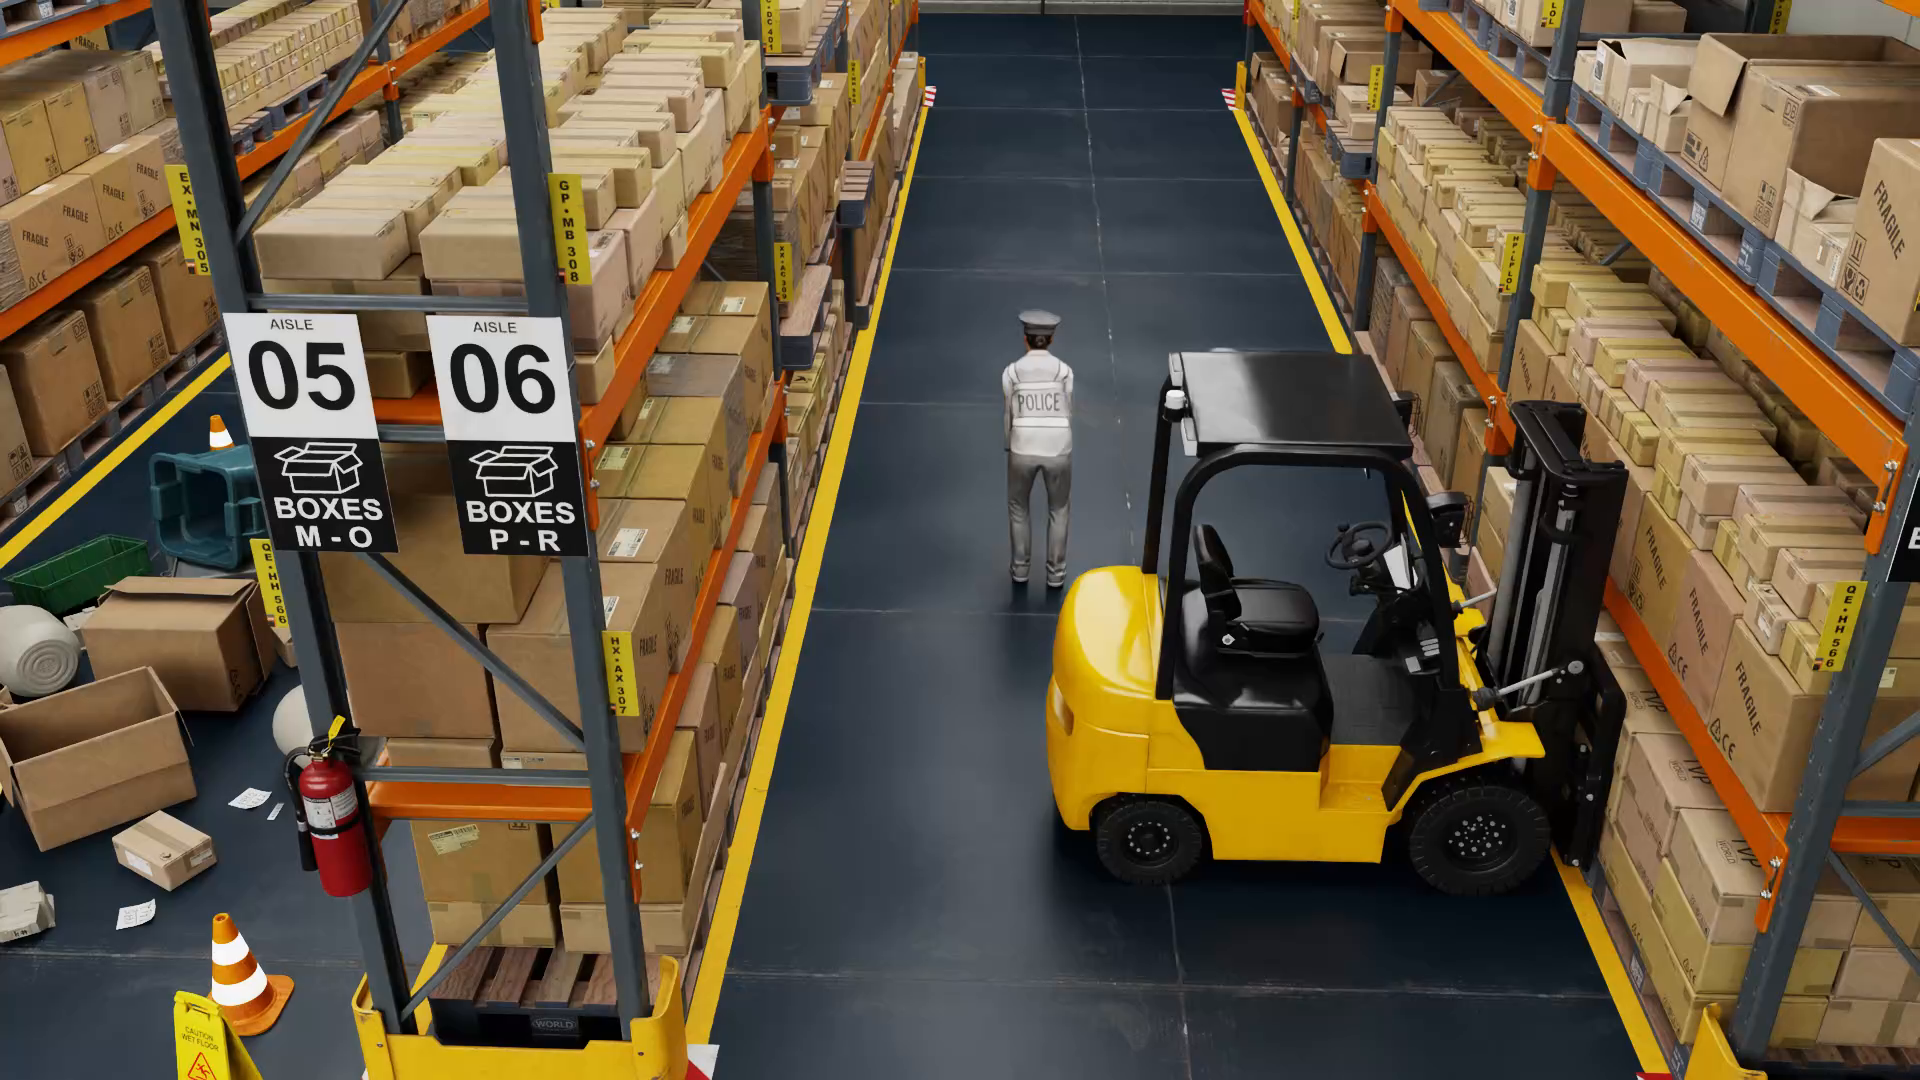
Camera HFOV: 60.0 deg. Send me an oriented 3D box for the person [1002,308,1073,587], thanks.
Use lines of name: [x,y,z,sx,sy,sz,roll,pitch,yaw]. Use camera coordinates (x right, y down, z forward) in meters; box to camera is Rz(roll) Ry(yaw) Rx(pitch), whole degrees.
person: [0.444,-0.513,9.653,0.409,1.605,0.570,0,28,1]
